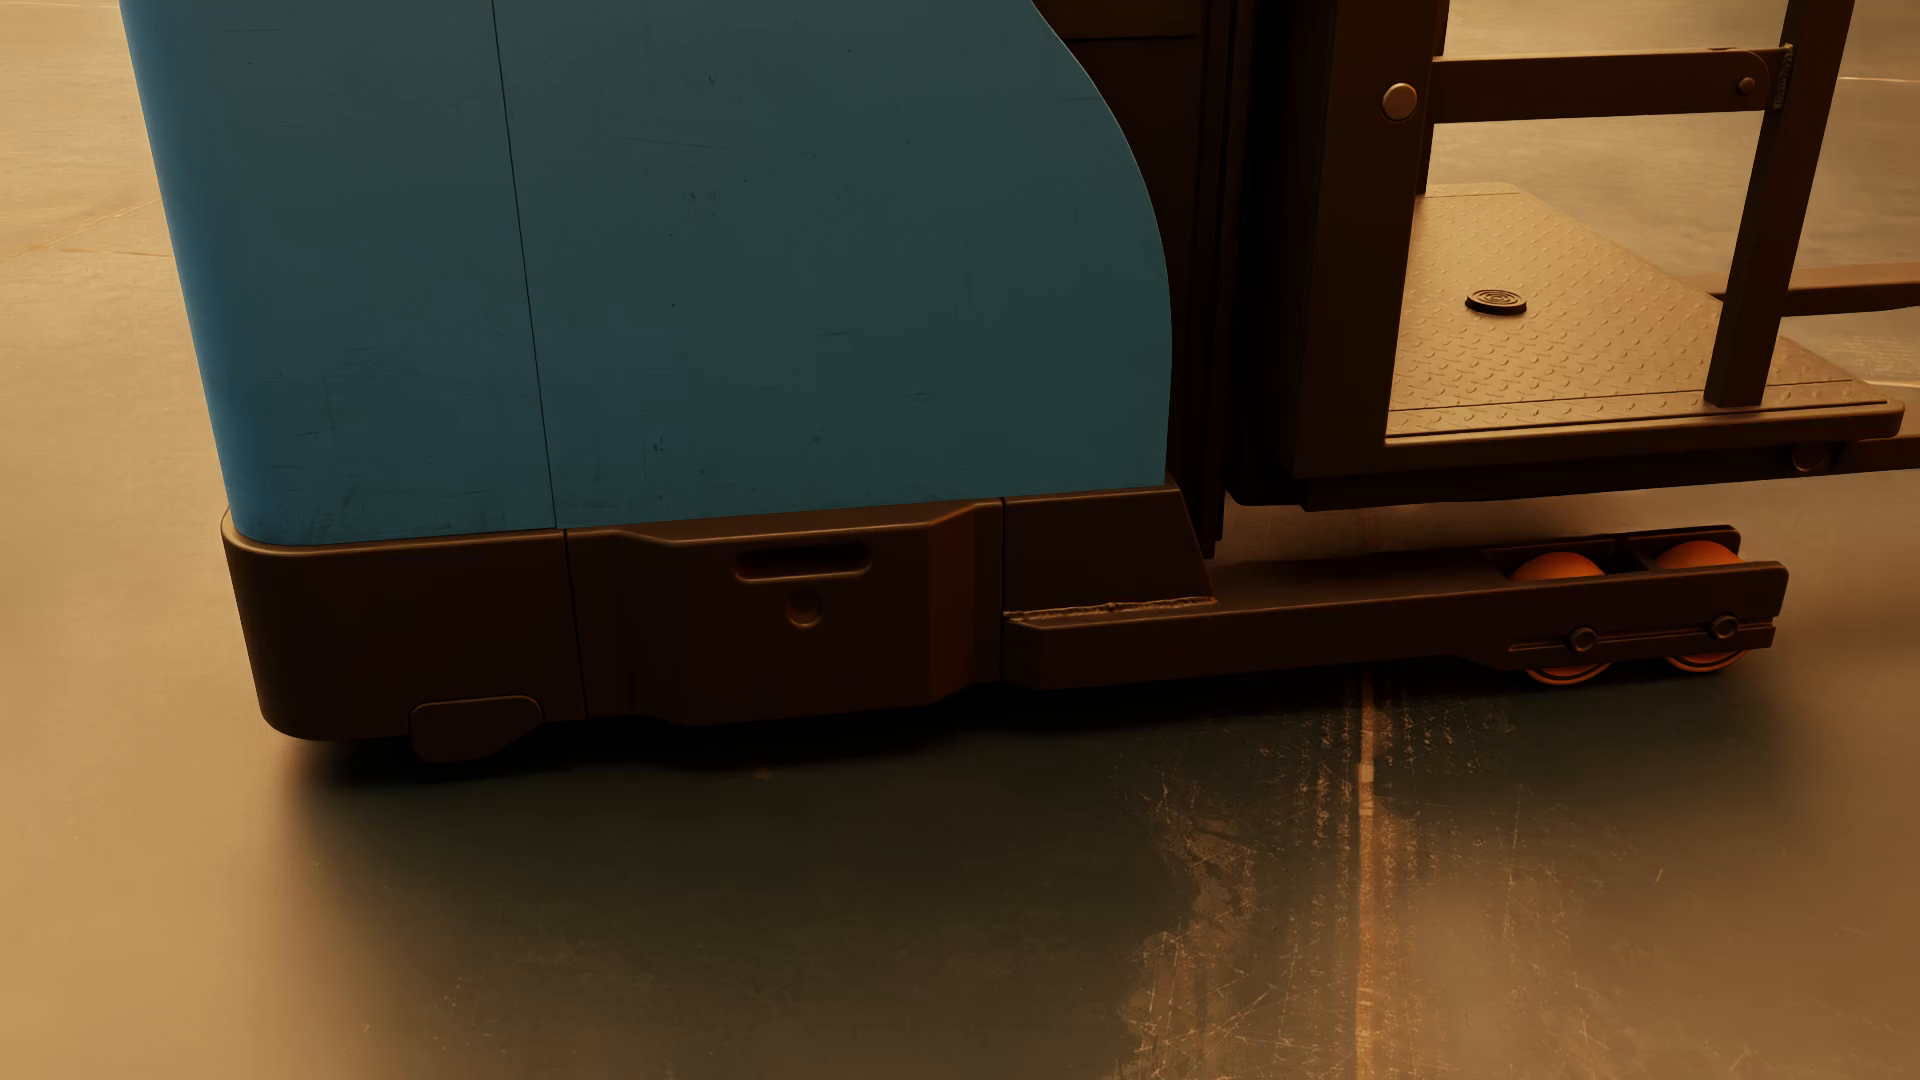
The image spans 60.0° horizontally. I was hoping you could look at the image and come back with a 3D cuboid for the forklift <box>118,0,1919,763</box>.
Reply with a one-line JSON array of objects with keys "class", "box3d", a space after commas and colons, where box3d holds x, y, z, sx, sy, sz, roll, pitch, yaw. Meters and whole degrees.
[{"class": "forklift", "box3d": [0.600, -1.354, 1.930, 3.031, 2.935, 1.130, -4, 27, -9]}]
